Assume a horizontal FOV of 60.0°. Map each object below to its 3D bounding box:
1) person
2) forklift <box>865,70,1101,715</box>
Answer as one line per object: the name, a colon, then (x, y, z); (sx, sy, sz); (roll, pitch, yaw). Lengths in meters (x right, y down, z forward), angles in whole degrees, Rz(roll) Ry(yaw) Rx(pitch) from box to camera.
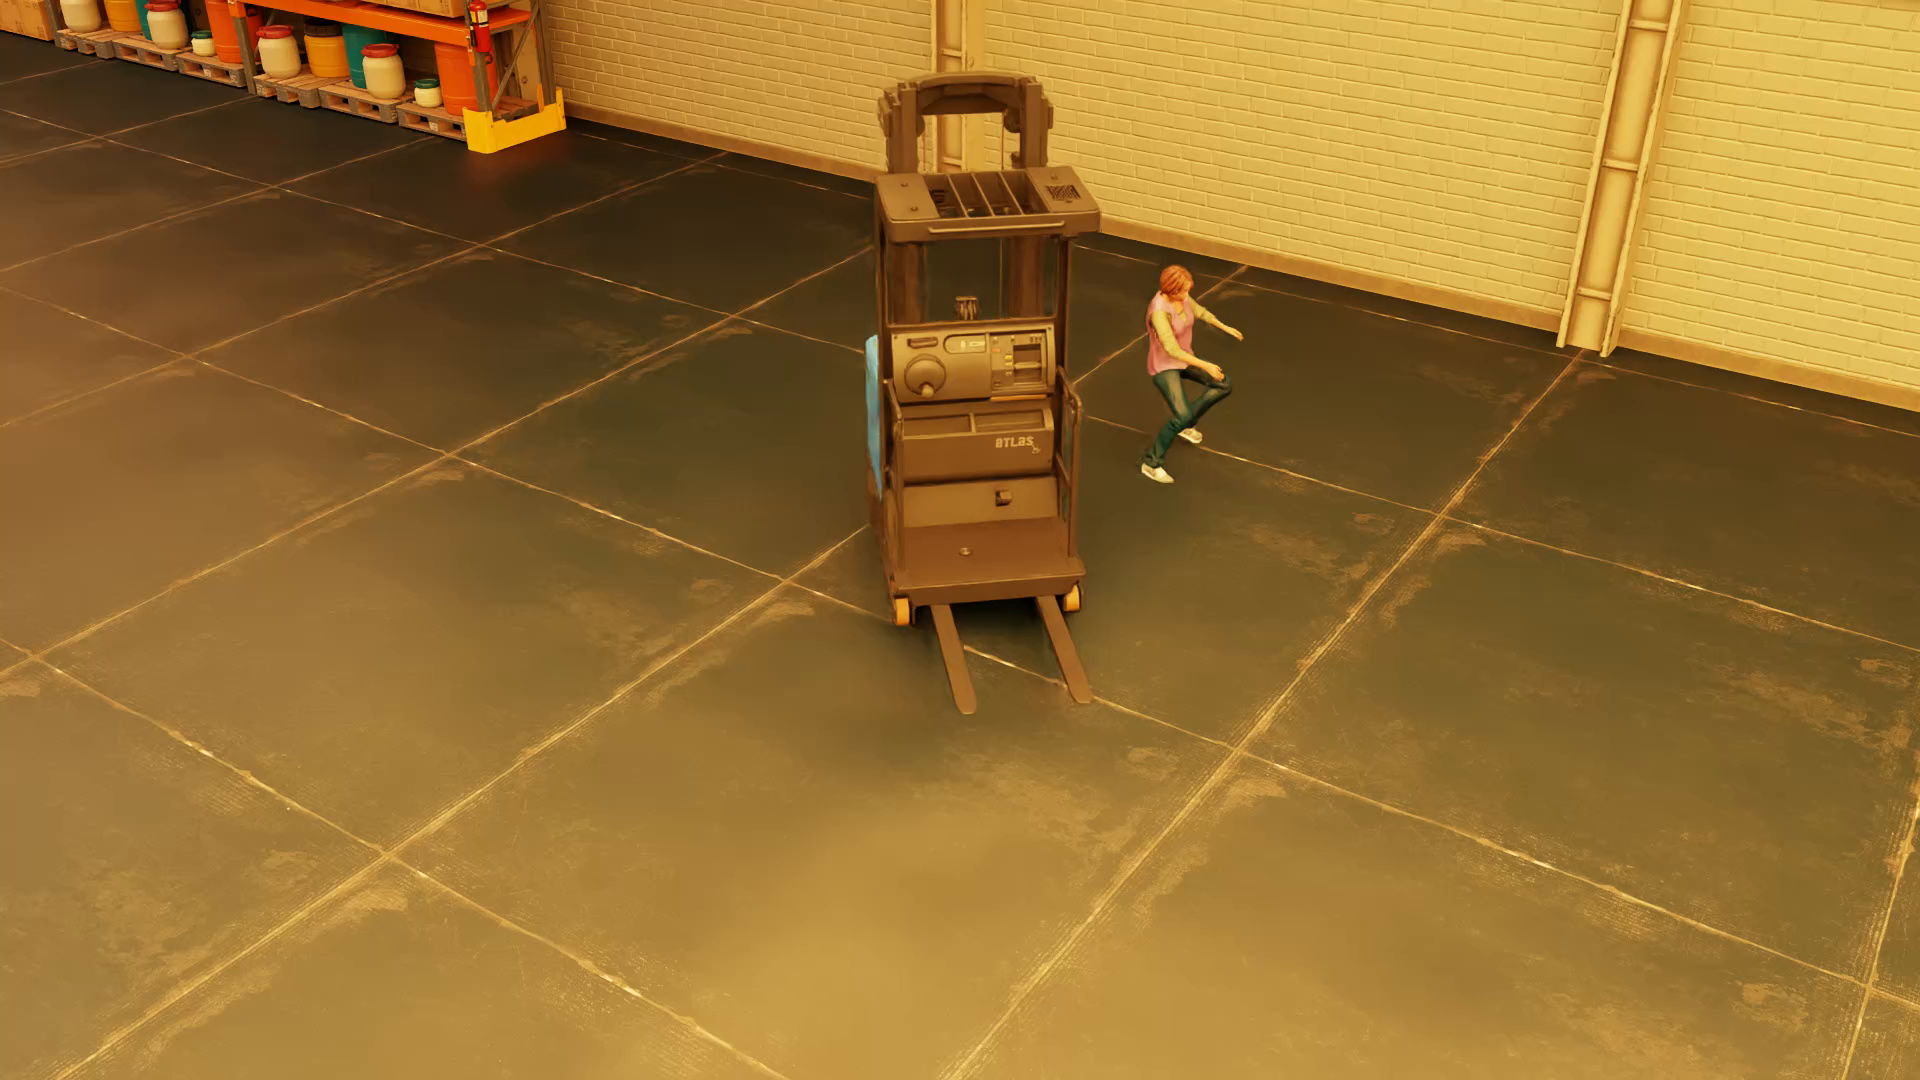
person: (1.561, -1.132, 11.089); (0.679, 1.432, 0.752); (21, 36, 31)
forklift: (0.113, -0.960, 9.235); (1.130, 2.935, 3.031); (-4, 30, -8)
